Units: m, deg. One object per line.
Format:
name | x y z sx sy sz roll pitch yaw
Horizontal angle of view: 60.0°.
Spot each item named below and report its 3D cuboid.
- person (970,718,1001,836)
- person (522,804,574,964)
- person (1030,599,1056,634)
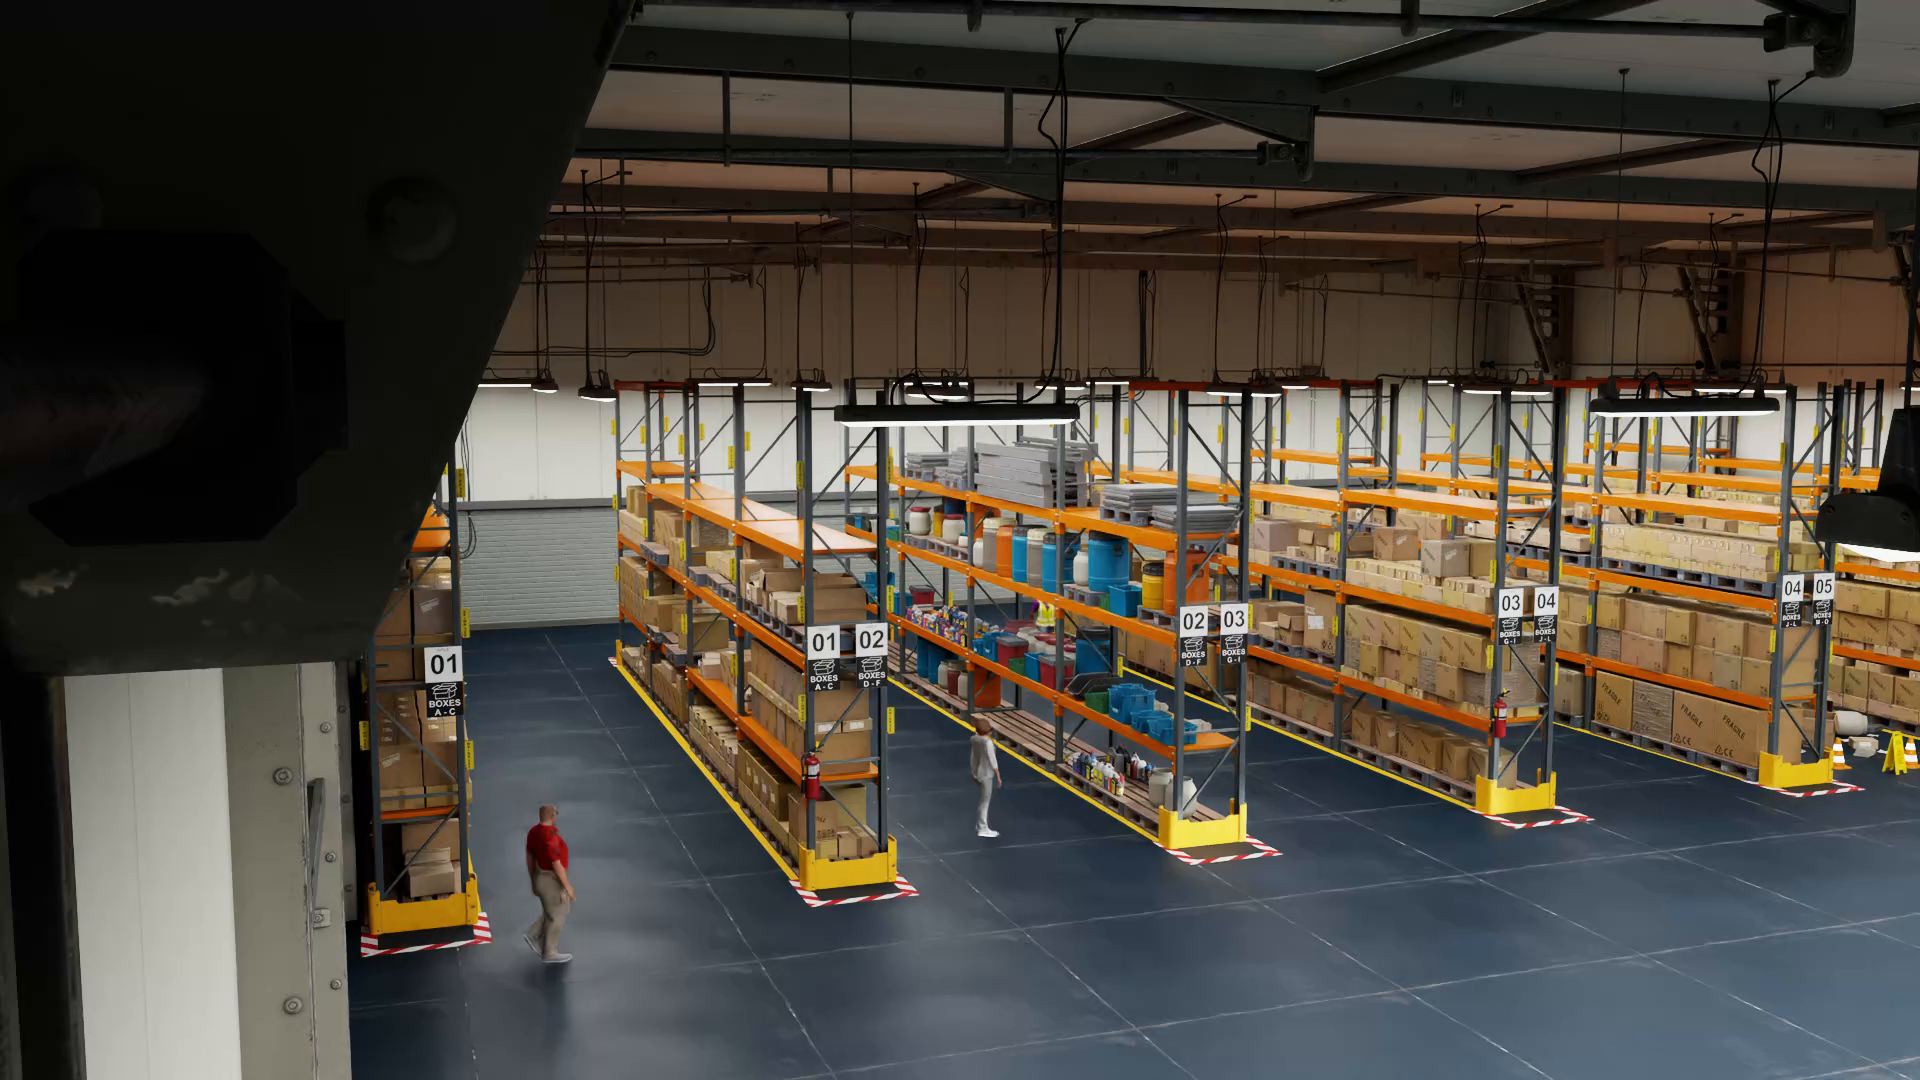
person | 0.344 3.199 22.315 0.358 1.646 0.432 -3 7 -25
person | -4.339 3.611 17.493 0.516 1.710 0.542 -2 6 -21
person | 1.841 1.810 34.753 0.601 1.745 1.003 -2 6 -19
